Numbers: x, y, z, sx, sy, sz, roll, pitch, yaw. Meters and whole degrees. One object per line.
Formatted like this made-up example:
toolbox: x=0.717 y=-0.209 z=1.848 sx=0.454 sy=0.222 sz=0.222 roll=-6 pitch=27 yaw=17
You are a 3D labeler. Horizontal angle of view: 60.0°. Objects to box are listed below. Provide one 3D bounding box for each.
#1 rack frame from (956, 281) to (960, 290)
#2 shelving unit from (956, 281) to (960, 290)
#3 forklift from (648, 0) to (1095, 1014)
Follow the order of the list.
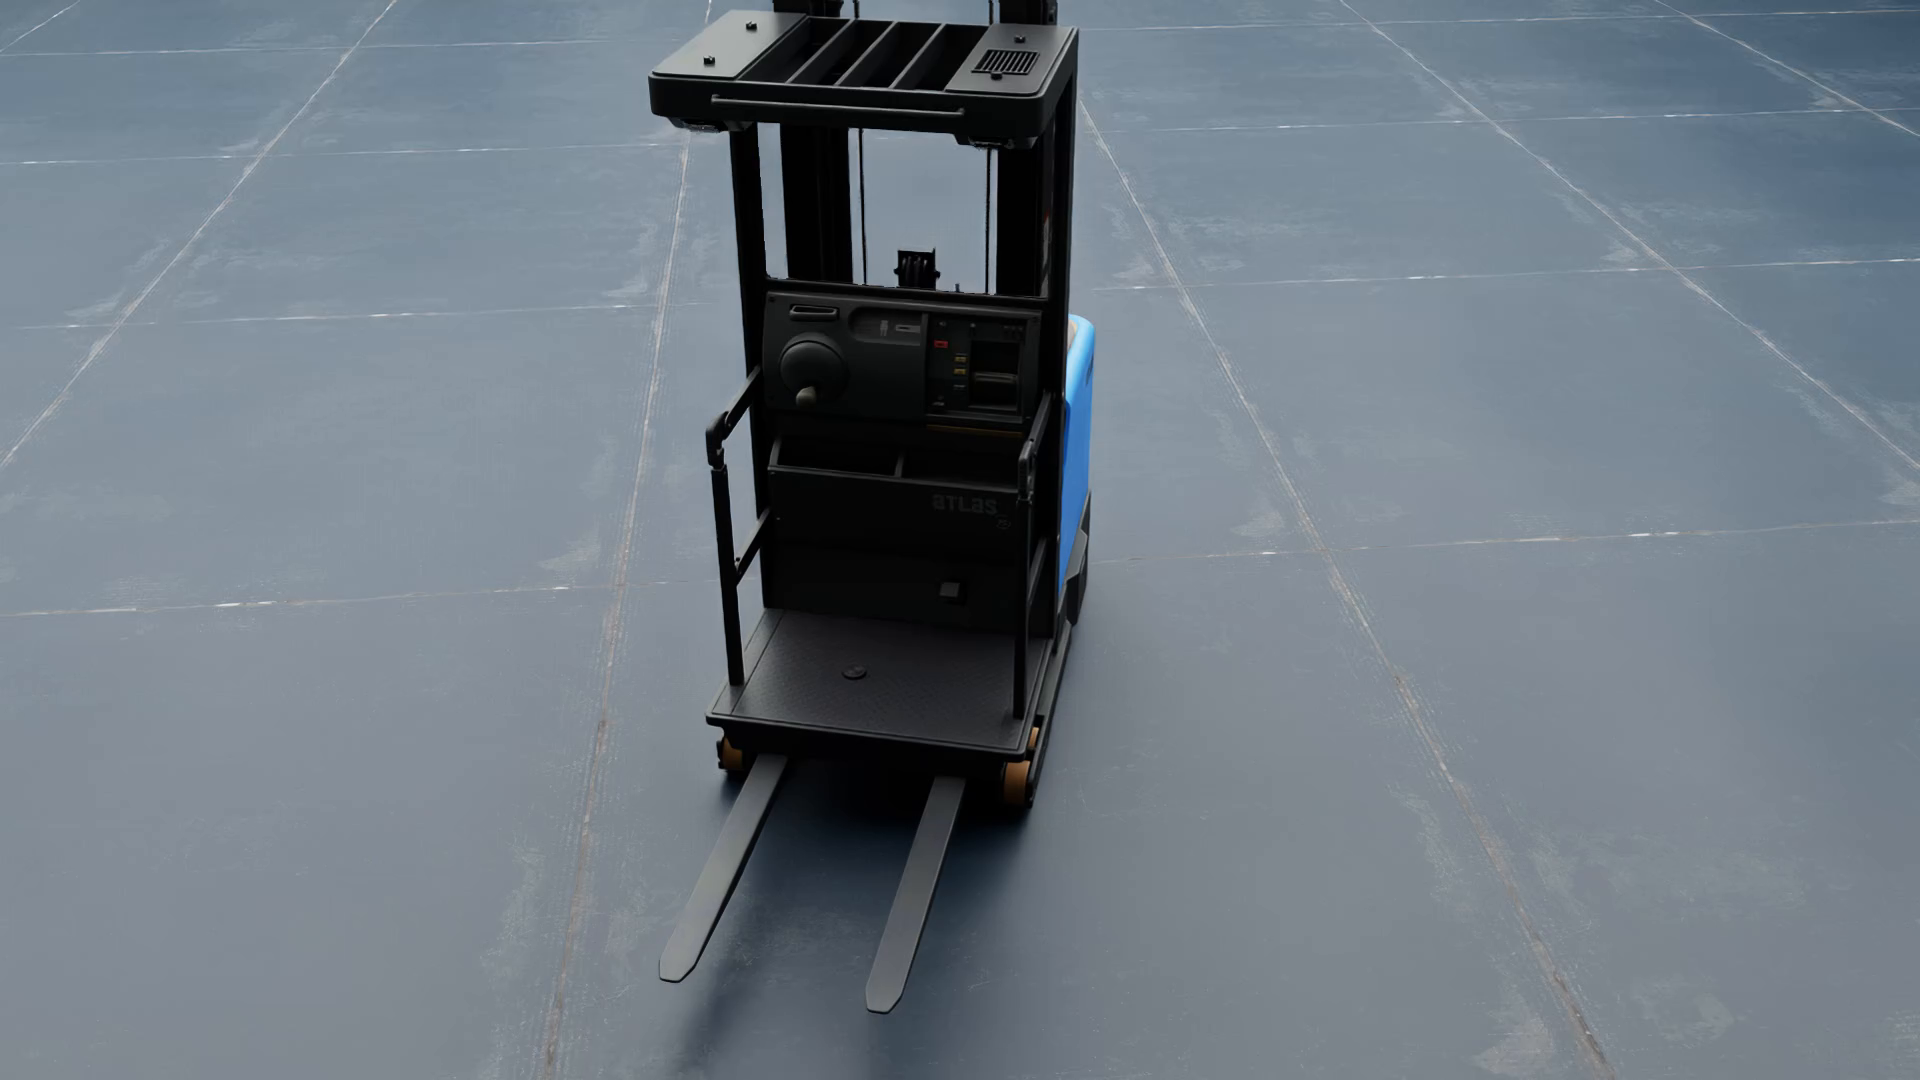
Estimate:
rack frame: x=0.081 y=-0.631 z=7.283 sx=0.200 sy=1.050 sz=0.008 roll=6 pitch=31 yaw=10
shelving unit: x=0.058 y=-0.570 z=7.181 sx=0.215 sy=1.050 sz=0.252 roll=6 pitch=31 yaw=10
forklift: x=-0.235 y=-0.548 z=5.309 sx=1.130 sy=2.935 sz=3.031 roll=6 pitch=31 yaw=10
